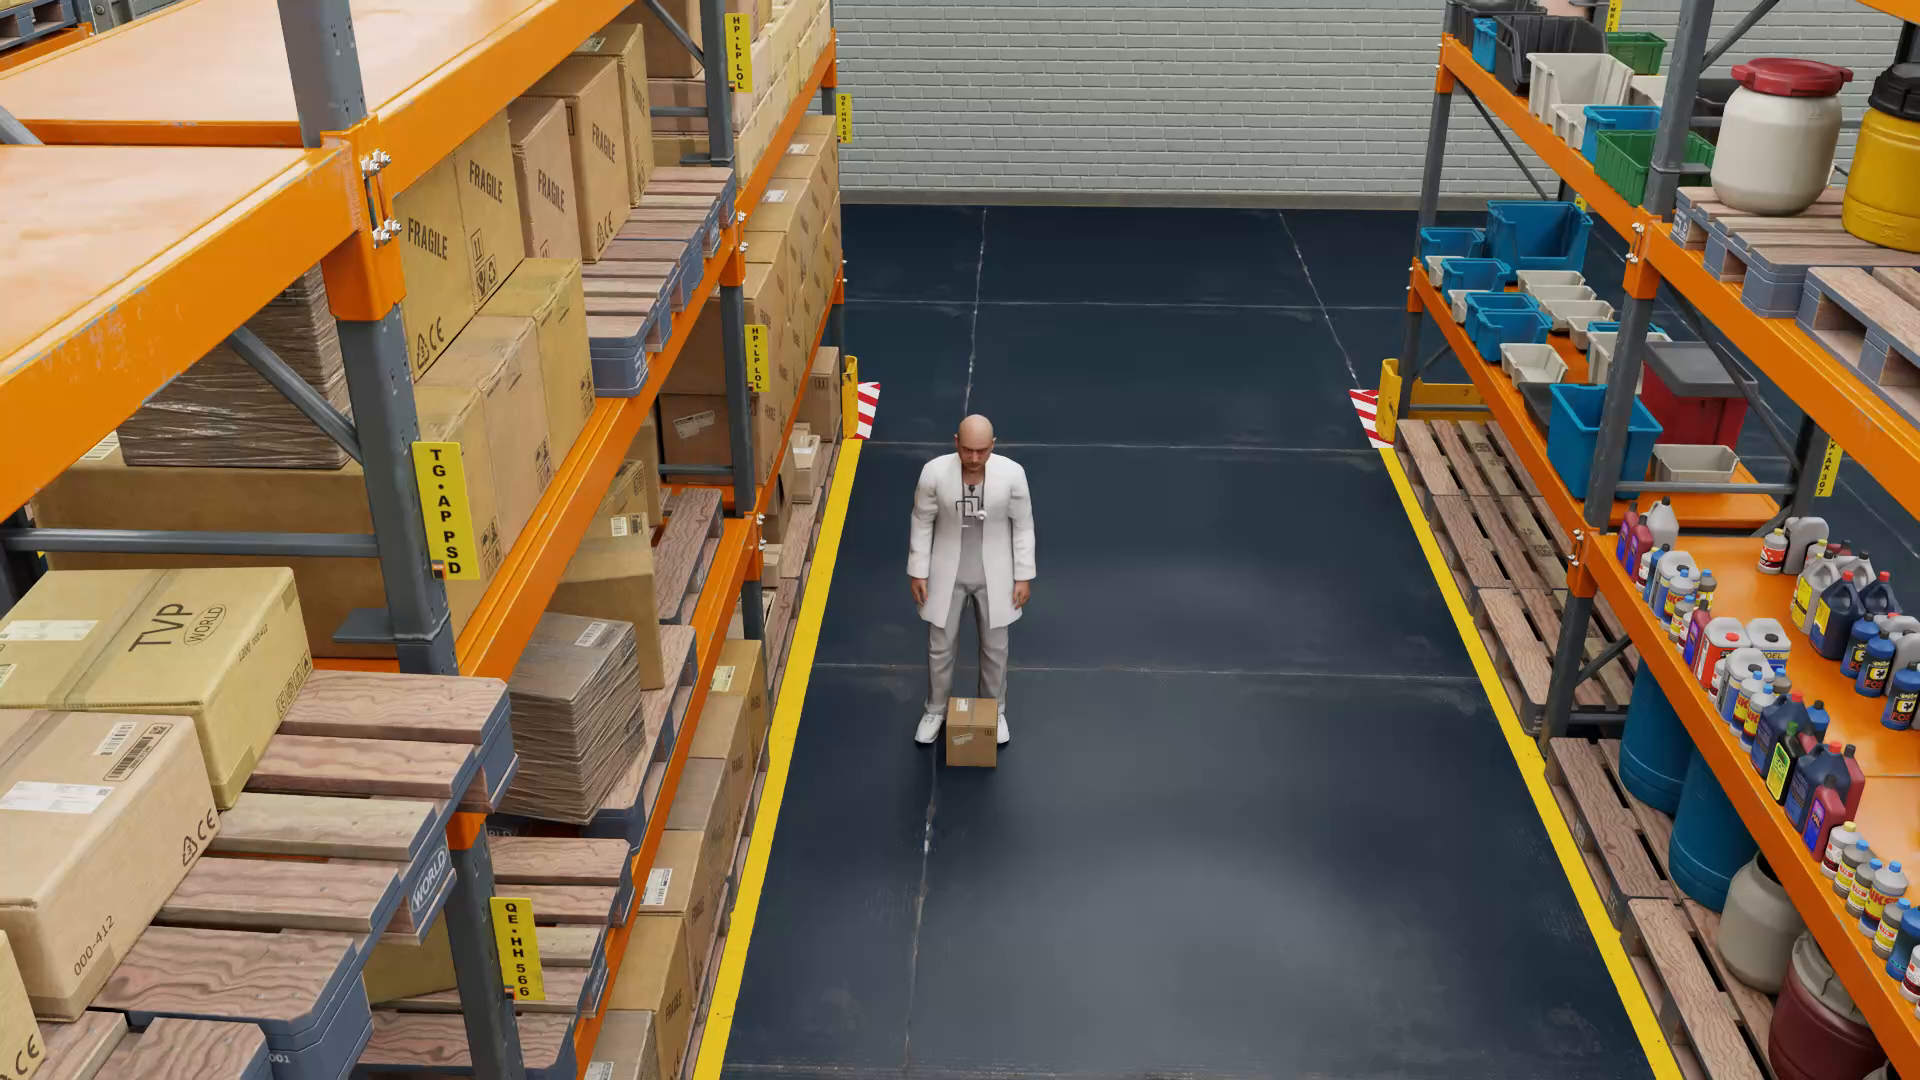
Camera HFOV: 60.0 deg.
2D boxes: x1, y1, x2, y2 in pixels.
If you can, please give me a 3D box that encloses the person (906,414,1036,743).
[{"bbox_3d":[0.055,0.185,8.283,0.644,1.774,0.425,1,28,2],"label":"person"}]
